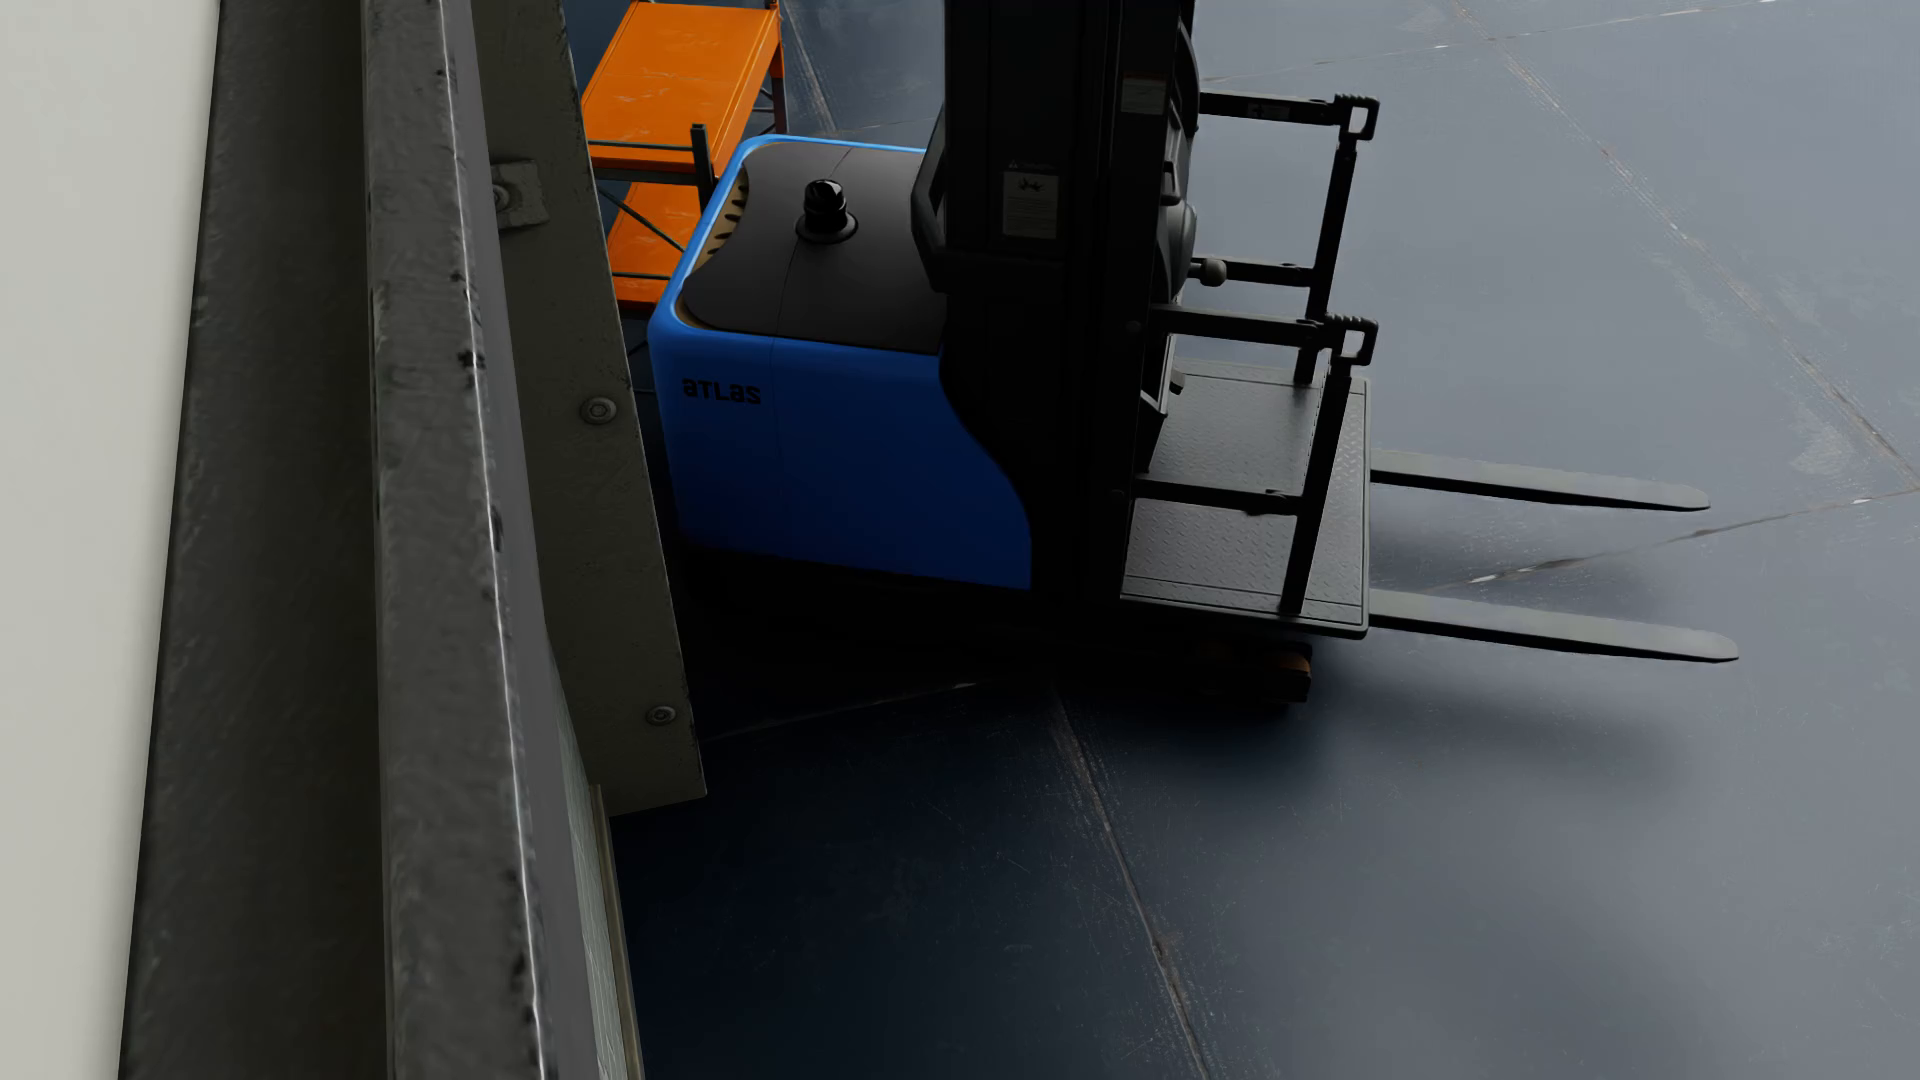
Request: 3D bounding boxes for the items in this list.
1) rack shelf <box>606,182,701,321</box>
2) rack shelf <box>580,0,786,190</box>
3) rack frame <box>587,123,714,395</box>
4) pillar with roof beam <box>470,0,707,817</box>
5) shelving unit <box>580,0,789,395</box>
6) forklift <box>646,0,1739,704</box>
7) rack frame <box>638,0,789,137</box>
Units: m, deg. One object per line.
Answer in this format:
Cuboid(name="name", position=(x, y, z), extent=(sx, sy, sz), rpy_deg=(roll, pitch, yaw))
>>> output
Cuboid(name="rack shelf", position=(-0.931, -1.024, 5.808), extent=(0.538, 0.278, 1.000), rpy_deg=(5, 46, 5))
Cuboid(name="rack shelf", position=(-0.931, -1.400, 5.425), extent=(0.538, 0.278, 1.000), rpy_deg=(5, 46, 5))
Cuboid(name="rack frame", position=(-0.992, -0.835, 5.280), extent=(0.500, 1.125, 0.032), rpy_deg=(5, 46, 5))
Cuboid(name="pillar with roof beam", position=(3.269, -3.344, 2.226), extent=(9.100, 9.000, 0.400), rpy_deg=(-11, 47, -10))
Cuboid(name="shelving unit", position=(-0.931, -1.195, 5.634), extent=(0.538, 1.125, 1.048), rpy_deg=(5, 46, 5))
Cuboid(name="forklift", position=(0.733, -0.967, 4.145), extent=(3.031, 2.935, 1.130), rpy_deg=(7, 46, 7))
Cuboid(name="rack frame", position=(-0.870, -1.556, 5.987), extent=(0.500, 1.125, 0.032), rpy_deg=(5, 46, 5))
